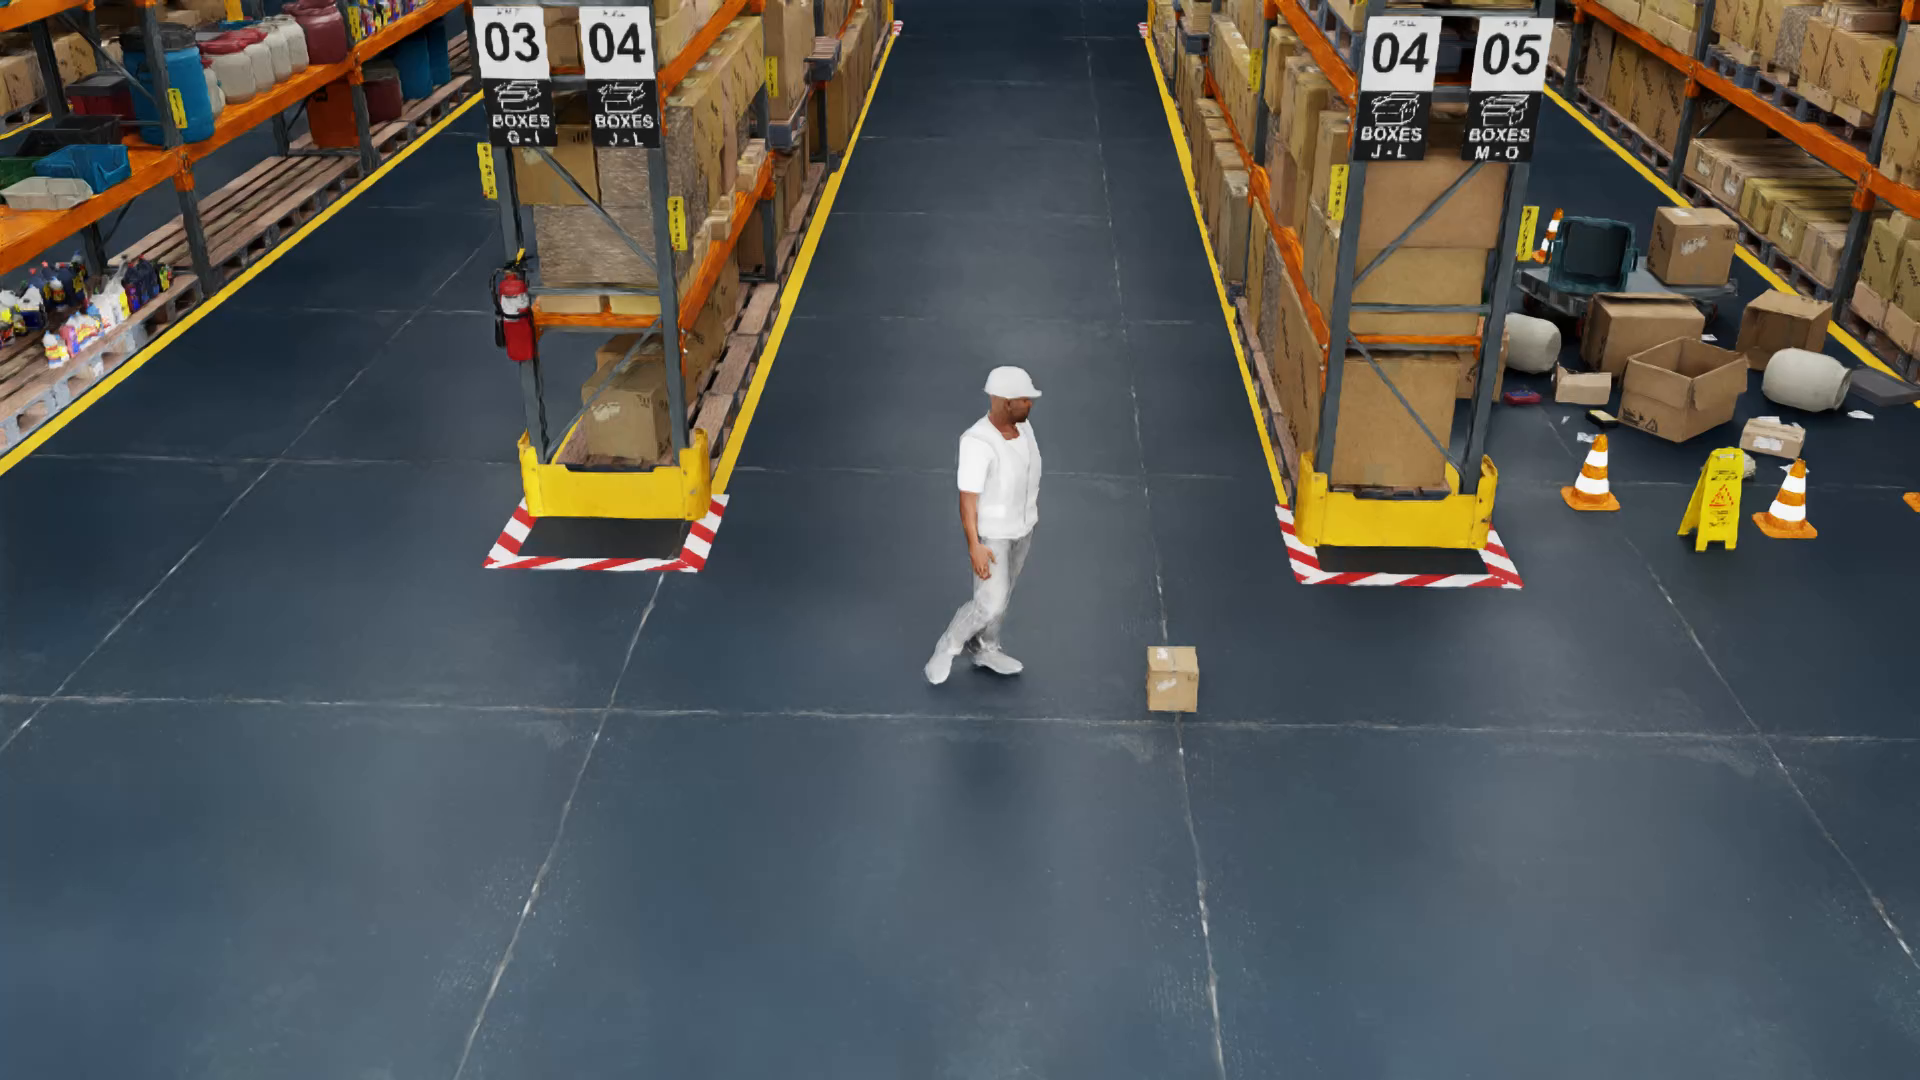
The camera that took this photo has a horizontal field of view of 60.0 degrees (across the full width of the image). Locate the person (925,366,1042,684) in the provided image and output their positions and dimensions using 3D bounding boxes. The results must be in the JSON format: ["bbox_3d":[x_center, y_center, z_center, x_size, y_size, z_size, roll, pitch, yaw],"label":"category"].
[{"bbox_3d":[0.136,-0.067,8.688,0.451,1.756,0.729,20,34,32],"label":"person"}]
